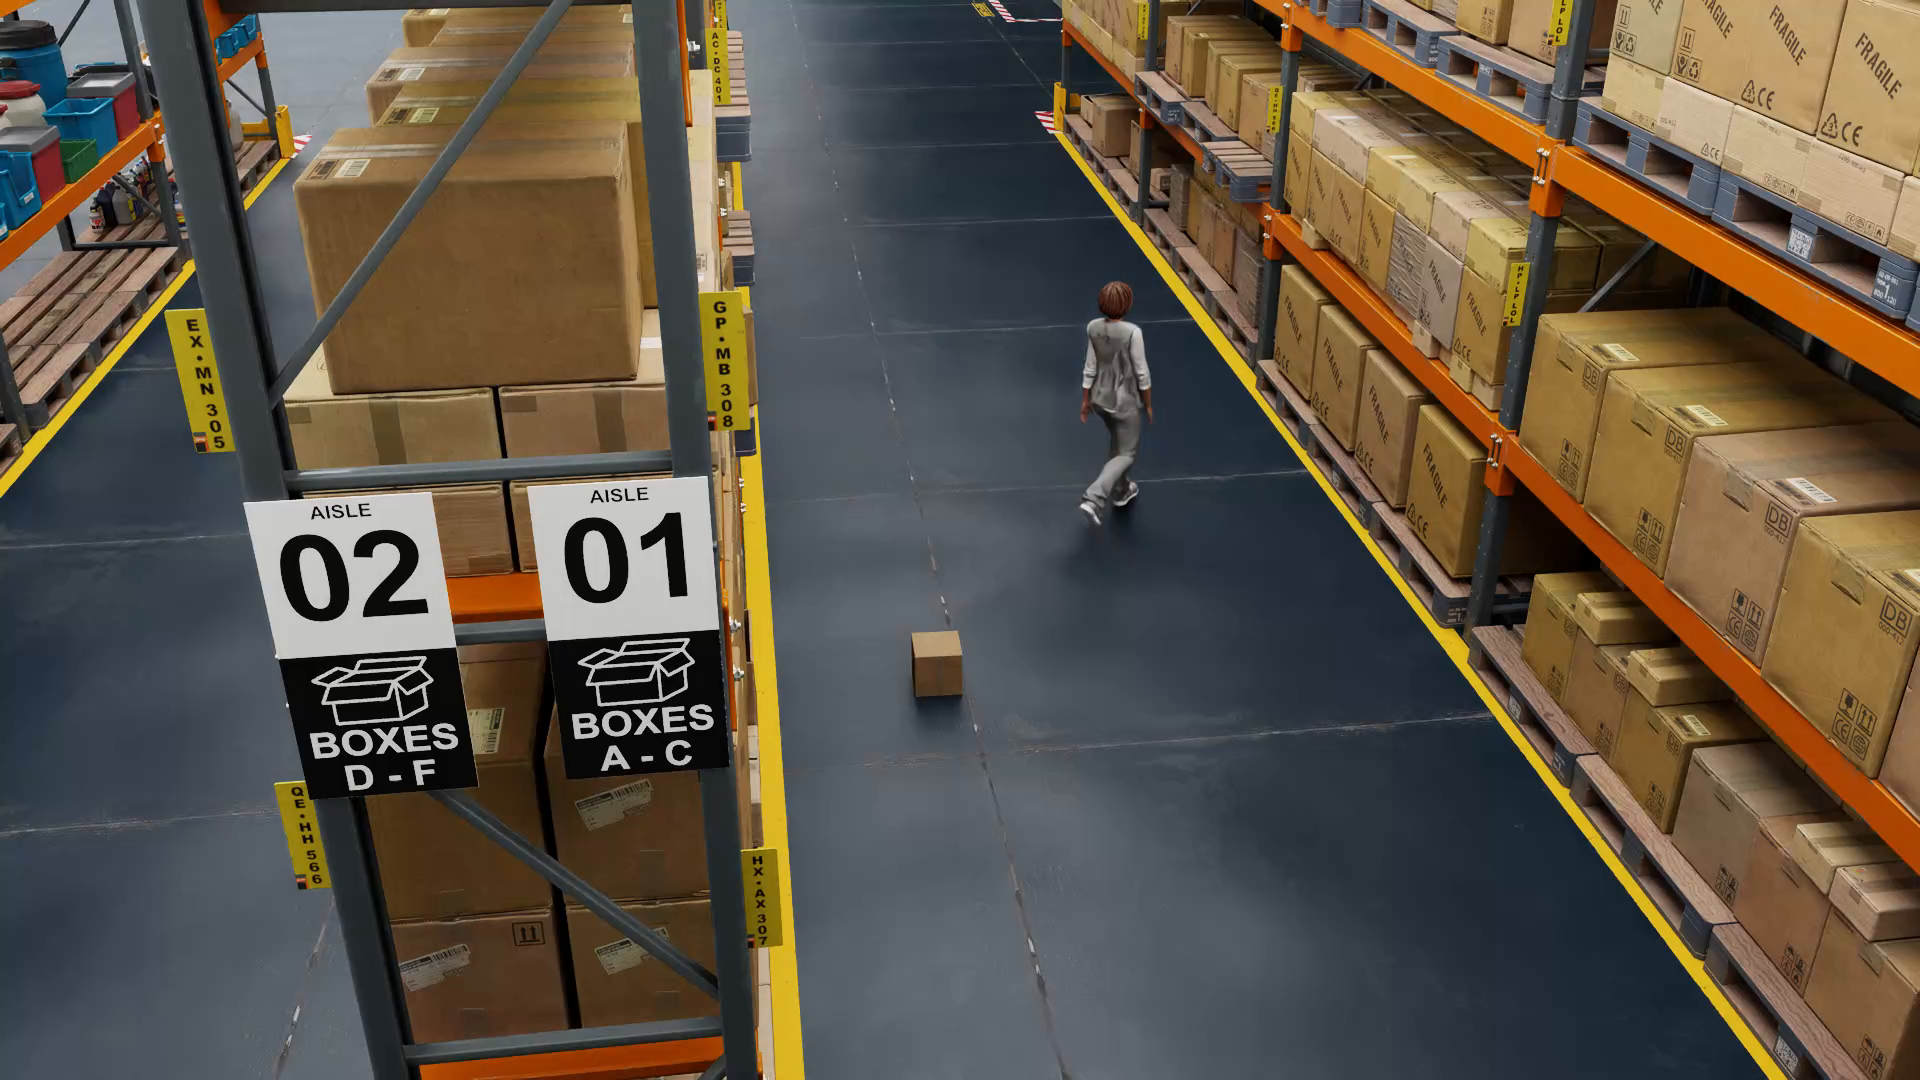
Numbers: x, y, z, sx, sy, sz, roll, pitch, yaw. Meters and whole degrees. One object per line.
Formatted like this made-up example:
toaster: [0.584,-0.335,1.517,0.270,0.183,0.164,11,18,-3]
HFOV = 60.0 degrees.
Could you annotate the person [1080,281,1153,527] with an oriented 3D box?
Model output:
person: [0.950,-0.831,10.224,0.427,1.537,0.837,21,34,34]
